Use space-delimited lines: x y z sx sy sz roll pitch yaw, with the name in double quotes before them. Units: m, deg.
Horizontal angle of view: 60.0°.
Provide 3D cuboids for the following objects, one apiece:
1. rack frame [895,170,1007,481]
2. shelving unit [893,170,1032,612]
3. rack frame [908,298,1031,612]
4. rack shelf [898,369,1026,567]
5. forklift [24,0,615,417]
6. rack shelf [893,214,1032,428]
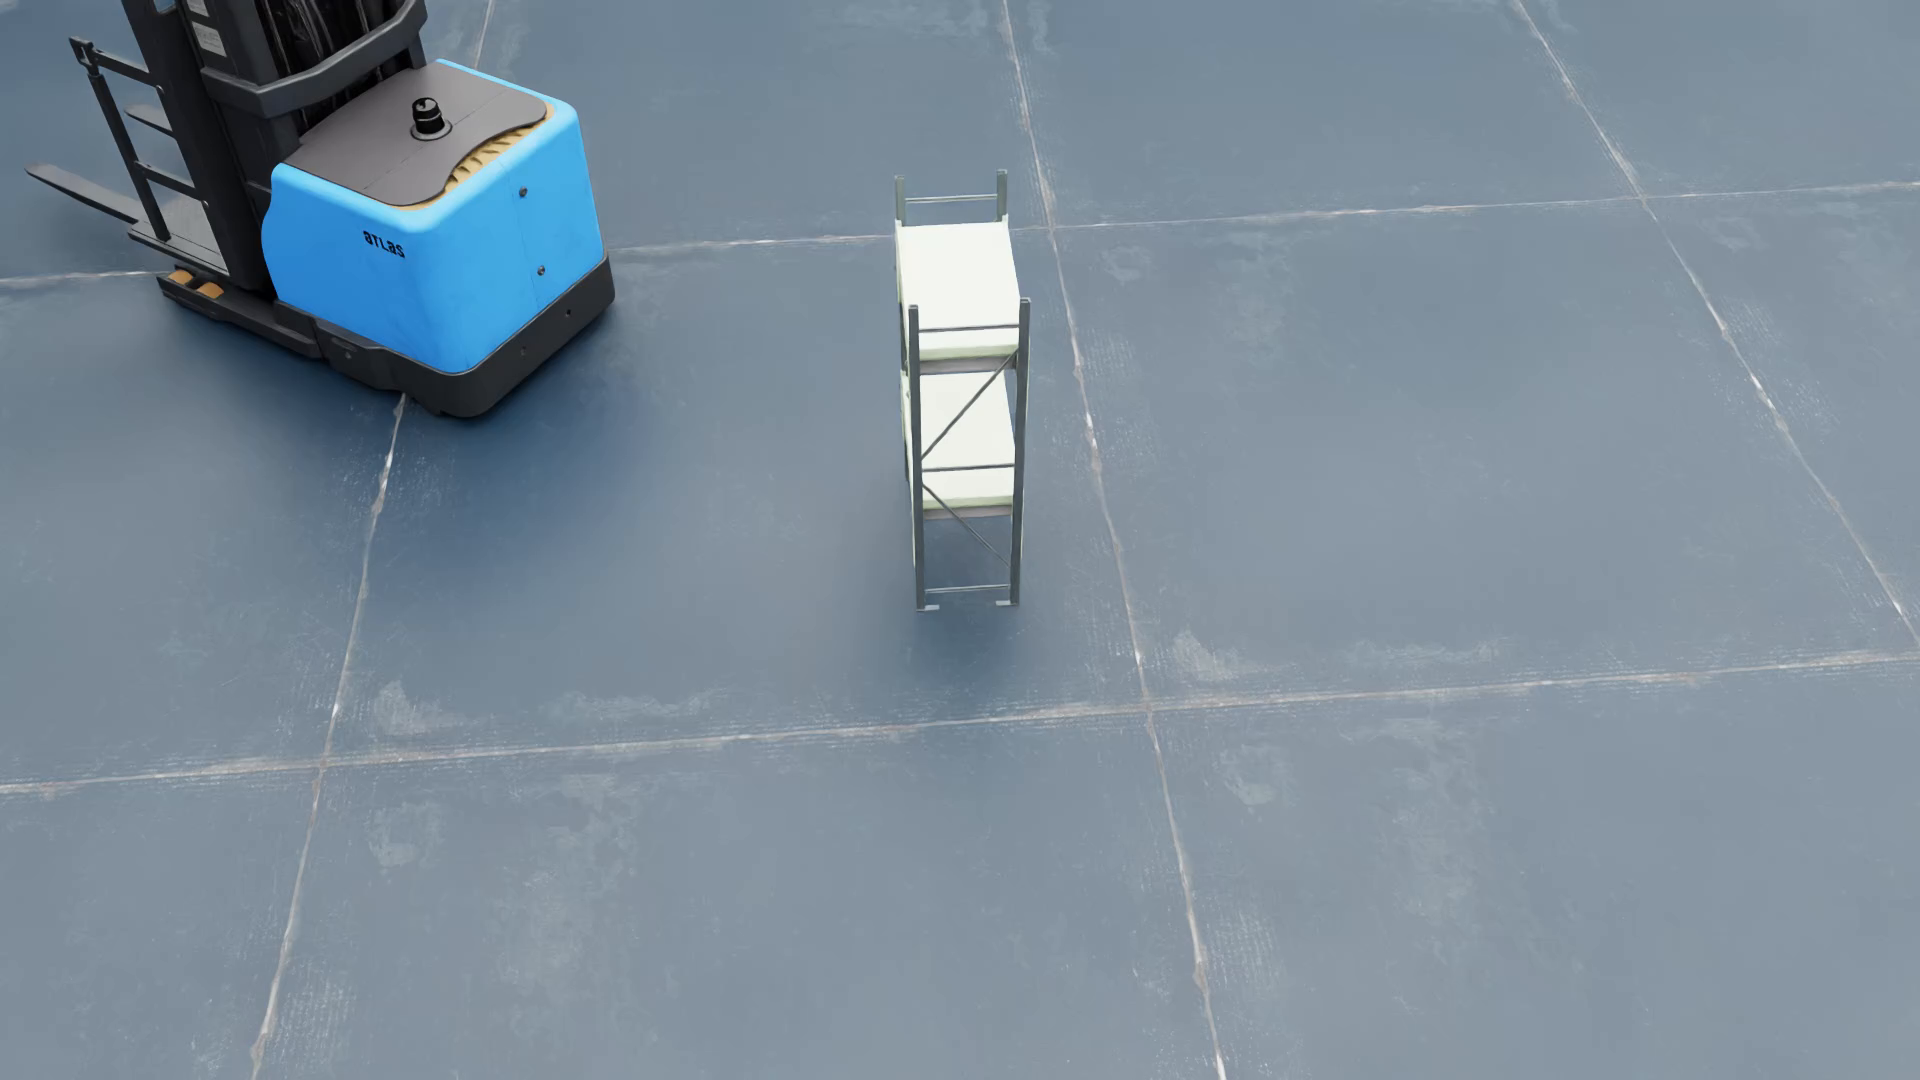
"rack frame" -0.031 -0.785 6.461 0.400 1.500 0.023 -3 47 -3
"shelving unit" -0.001 -0.521 6.210 0.431 1.500 0.755 -3 47 -3
"rack frame" 0.030 -0.256 5.959 0.400 1.500 0.023 -3 47 -3
"rack shelf" -0.001 -0.296 6.447 0.431 0.370 0.720 -3 47 -3
"forklift" -3.132 -2.341 6.948 3.031 2.935 1.130 23 51 20
"rack shelf" -0.001 -0.789 5.927 0.431 0.370 0.720 -3 47 -3
